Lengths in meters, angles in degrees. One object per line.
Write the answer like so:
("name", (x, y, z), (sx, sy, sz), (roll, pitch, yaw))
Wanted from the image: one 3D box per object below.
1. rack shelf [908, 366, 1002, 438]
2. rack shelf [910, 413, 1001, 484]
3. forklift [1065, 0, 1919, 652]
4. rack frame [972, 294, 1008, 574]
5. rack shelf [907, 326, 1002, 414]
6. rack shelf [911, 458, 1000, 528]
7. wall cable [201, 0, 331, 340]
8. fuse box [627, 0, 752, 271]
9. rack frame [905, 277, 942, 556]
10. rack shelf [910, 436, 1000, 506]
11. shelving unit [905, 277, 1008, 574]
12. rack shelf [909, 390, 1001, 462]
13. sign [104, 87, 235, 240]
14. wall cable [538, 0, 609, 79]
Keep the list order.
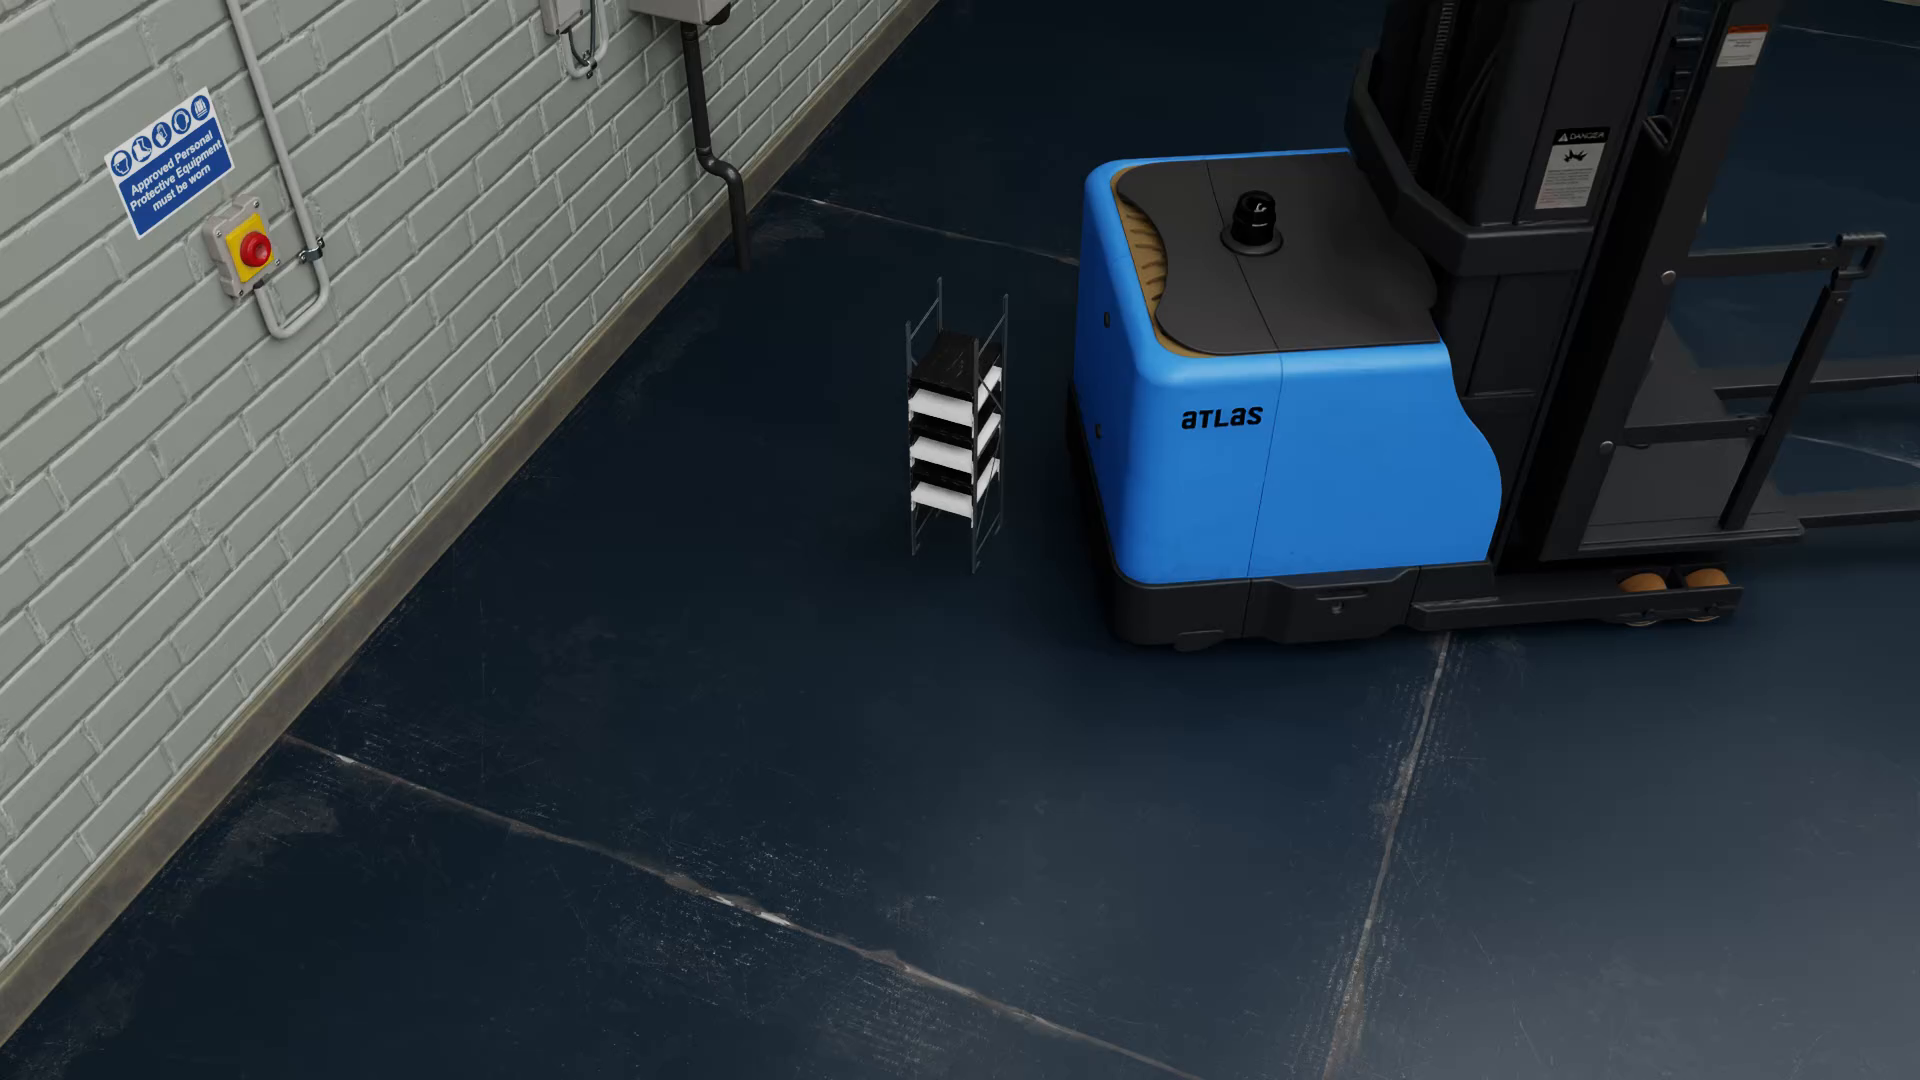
("rack shelf", (-0.007, -0.425, 4.831), (0.200, 0.077, 0.258), (16, 47, 16))
("rack shelf", (-0.007, -0.298, 4.958), (0.200, 0.077, 0.258), (16, 47, 16))
("forklift", (1.899, -1.150, 4.328), (3.031, 2.935, 1.130), (-4, 45, -4))
("rack frame", (0.086, -0.294, 4.907), (0.006, 0.900, 0.240), (16, 47, 16))
("rack shelf", (-0.007, -0.489, 4.768), (0.200, 0.077, 0.258), (16, 47, 16))
("rack shelf", (-0.007, -0.170, 5.085), (0.200, 0.077, 0.258), (16, 47, 16))
("wall cable", (-1.724, -1.152, 3.539), (0.123, 1.953, 0.585), (16, 47, 16))
("fuse box", (-0.781, -1.652, 5.697), (0.414, 1.711, 0.539), (16, 47, 16))
("rack frame", (-0.101, -0.349, 4.963), (0.006, 0.900, 0.240), (16, 47, 16))
("rack shelf", (-0.007, -0.234, 5.022), (0.200, 0.077, 0.258), (16, 47, 16))
("shelving unit", (-0.007, -0.321, 4.935), (0.210, 0.900, 0.258), (16, 47, 16))
("rack shelf", (-0.007, -0.361, 4.895), (0.200, 0.077, 0.258), (16, 47, 16))
("sign", (-1.799, -0.862, 3.798), (0.001, 0.218, 0.327), (16, 47, 16))
("wall cable", (-1.189, -2.068, 4.481), (0.122, 1.984, 0.588), (16, 47, 16))
